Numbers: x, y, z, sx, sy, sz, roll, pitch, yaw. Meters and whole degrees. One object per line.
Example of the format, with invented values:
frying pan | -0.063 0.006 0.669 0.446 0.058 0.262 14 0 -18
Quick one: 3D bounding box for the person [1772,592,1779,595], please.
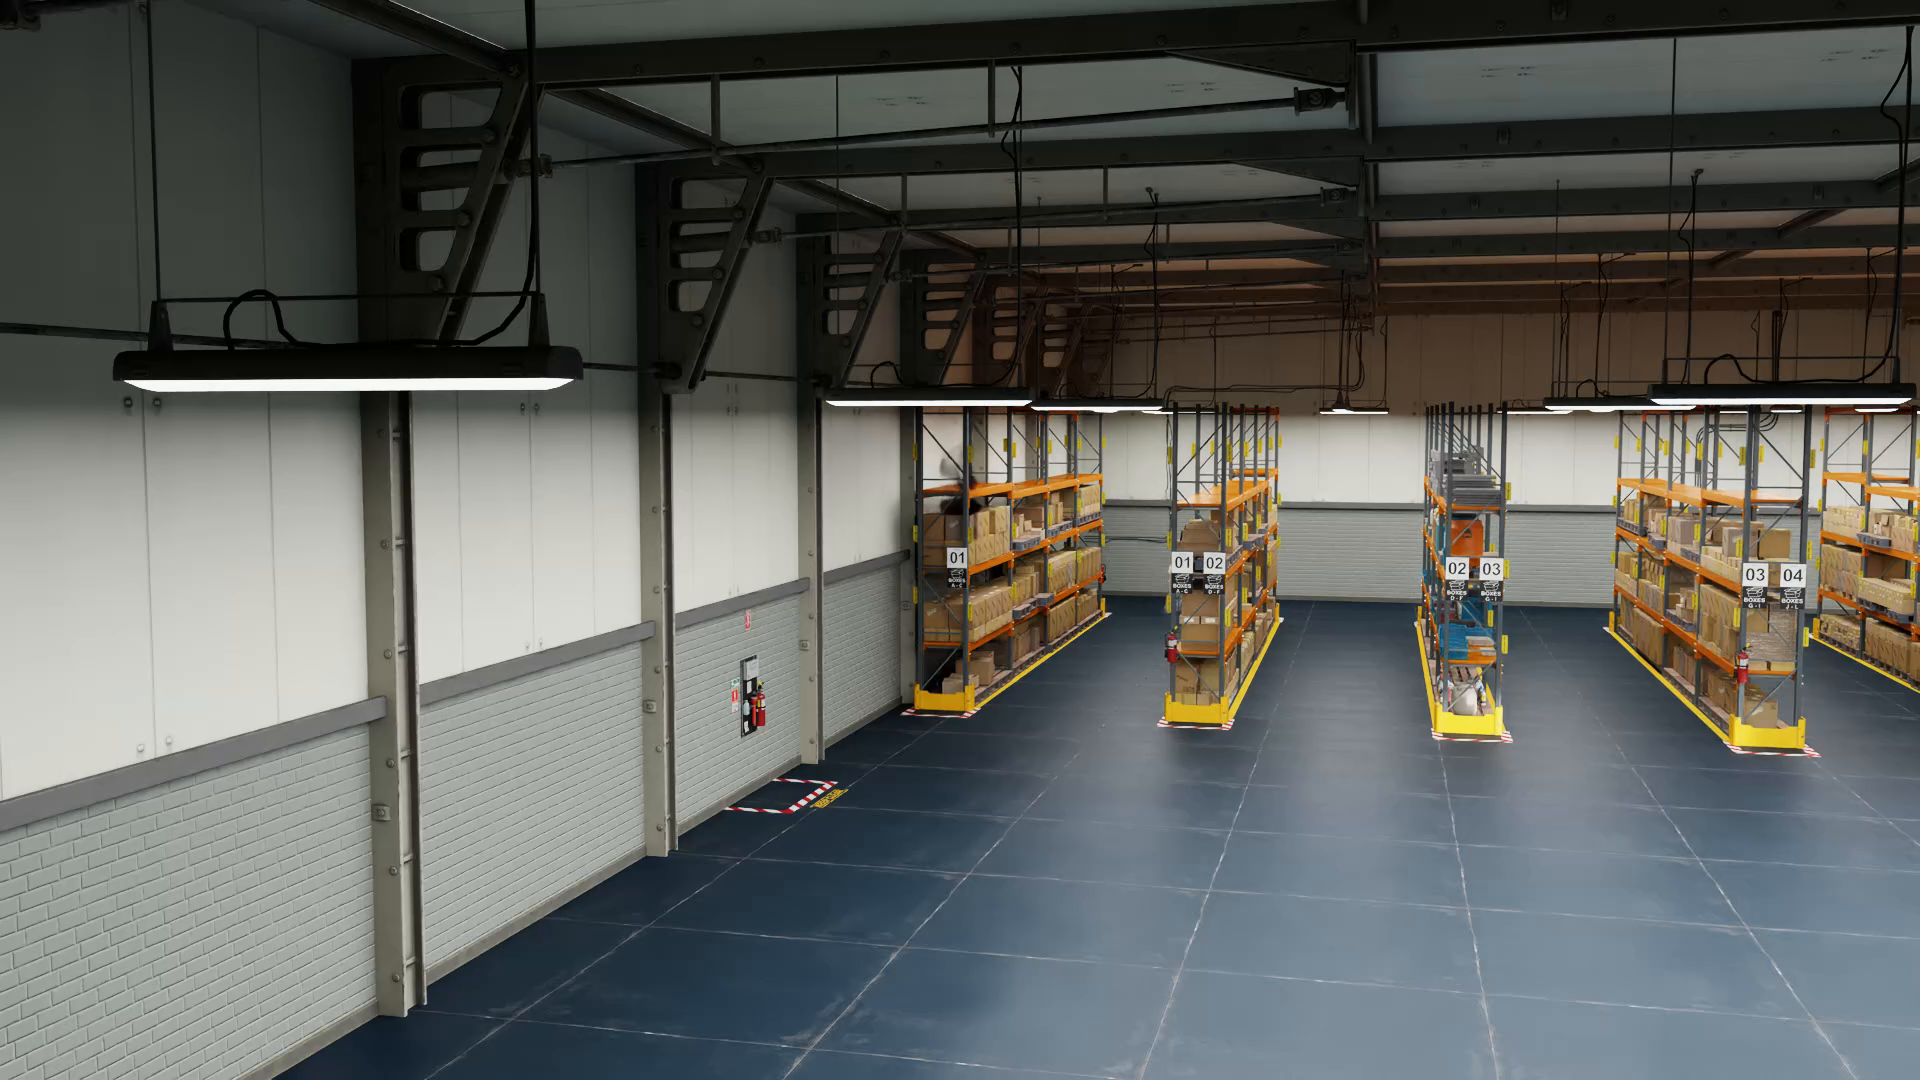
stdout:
person | 20.989 1.711 43.293 0.588 1.620 0.594 -4 6 -44
